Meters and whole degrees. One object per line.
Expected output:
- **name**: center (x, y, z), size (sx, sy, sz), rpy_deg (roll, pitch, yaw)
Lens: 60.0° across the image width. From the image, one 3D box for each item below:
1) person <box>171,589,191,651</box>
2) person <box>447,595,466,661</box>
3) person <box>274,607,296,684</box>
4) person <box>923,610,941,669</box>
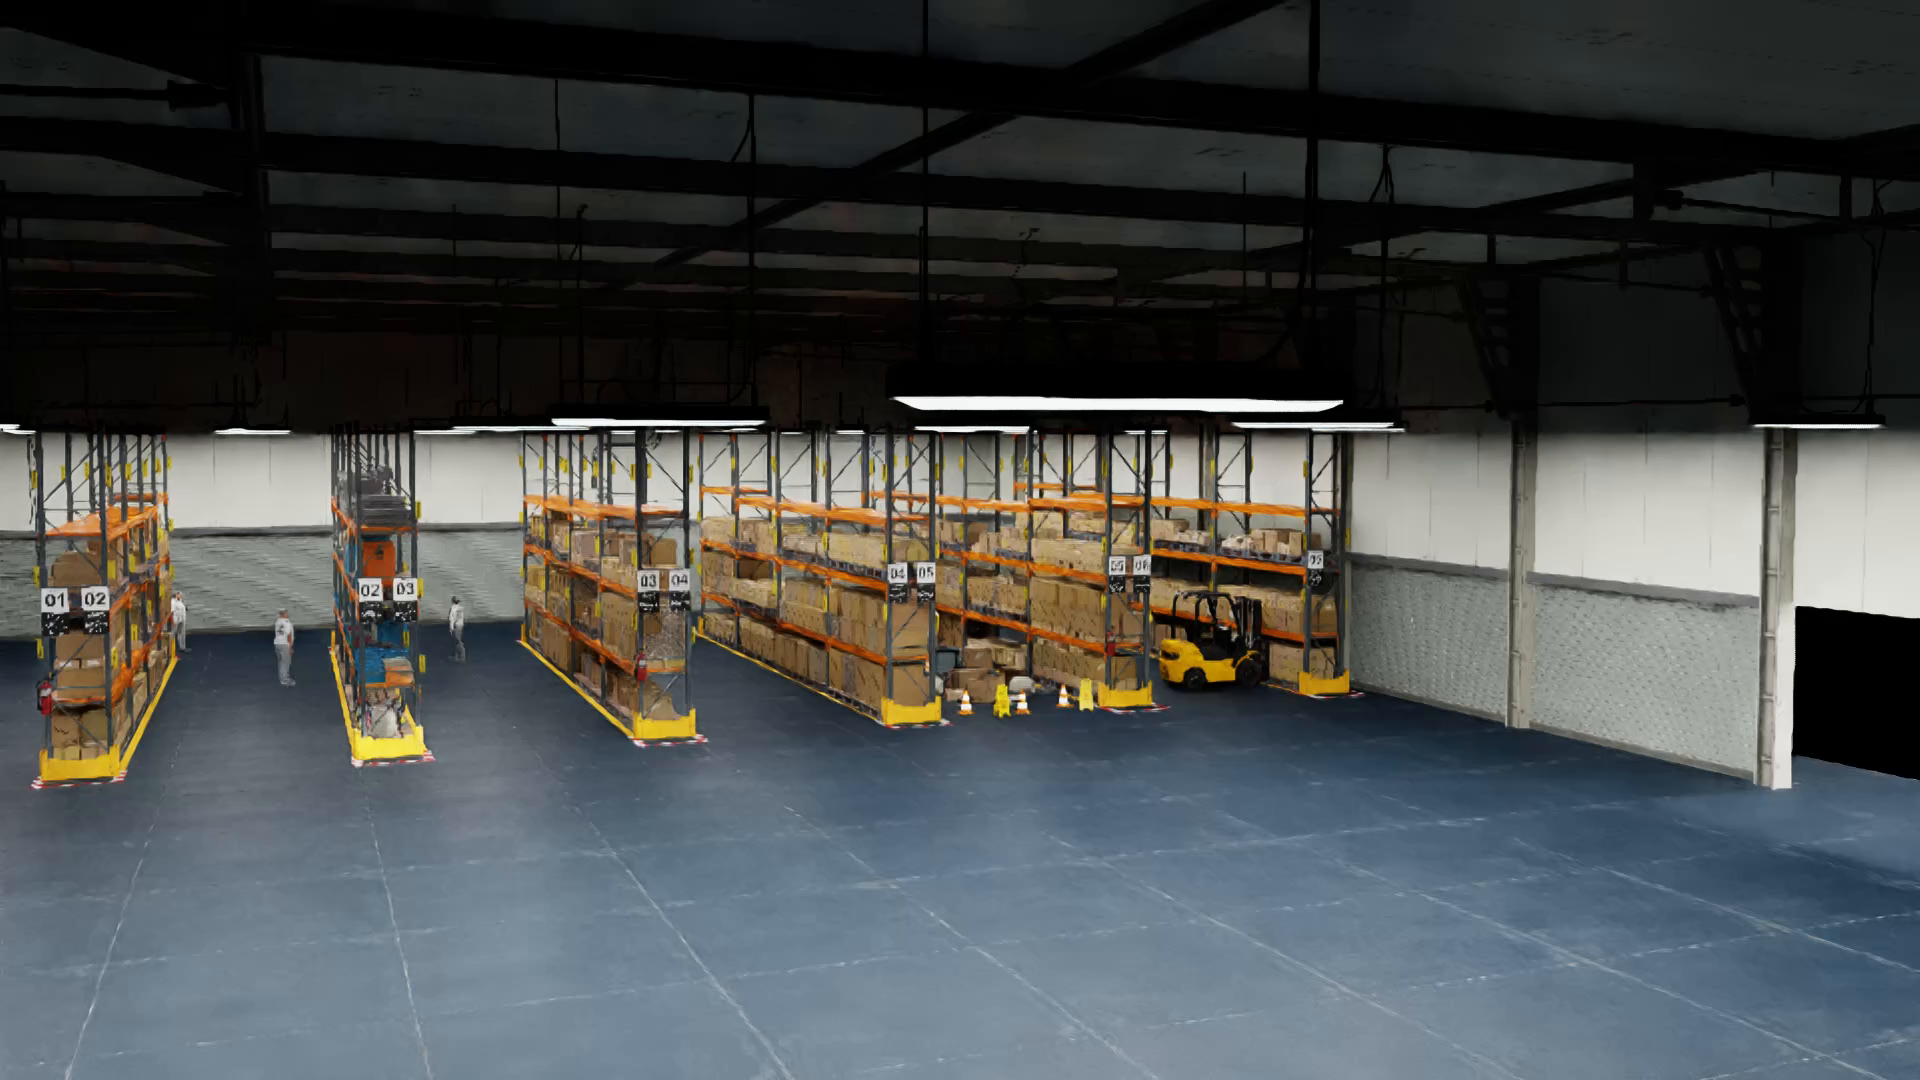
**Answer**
- **person**: center (-20.705, 2.137, 43.966), size (0.418, 1.668, 0.615), rpy_deg (1, 4, 12)
- **person**: center (-12.824, 2.232, 42.304), size (0.552, 1.664, 0.573), rpy_deg (0, 4, 2)
- **person**: center (-15.551, 2.436, 38.364), size (0.593, 1.759, 0.474), rpy_deg (3, 4, 37)
- **person**: center (-0.702, 2.286, 40.554), size (0.646, 1.772, 0.463), rpy_deg (3, 5, 38)
